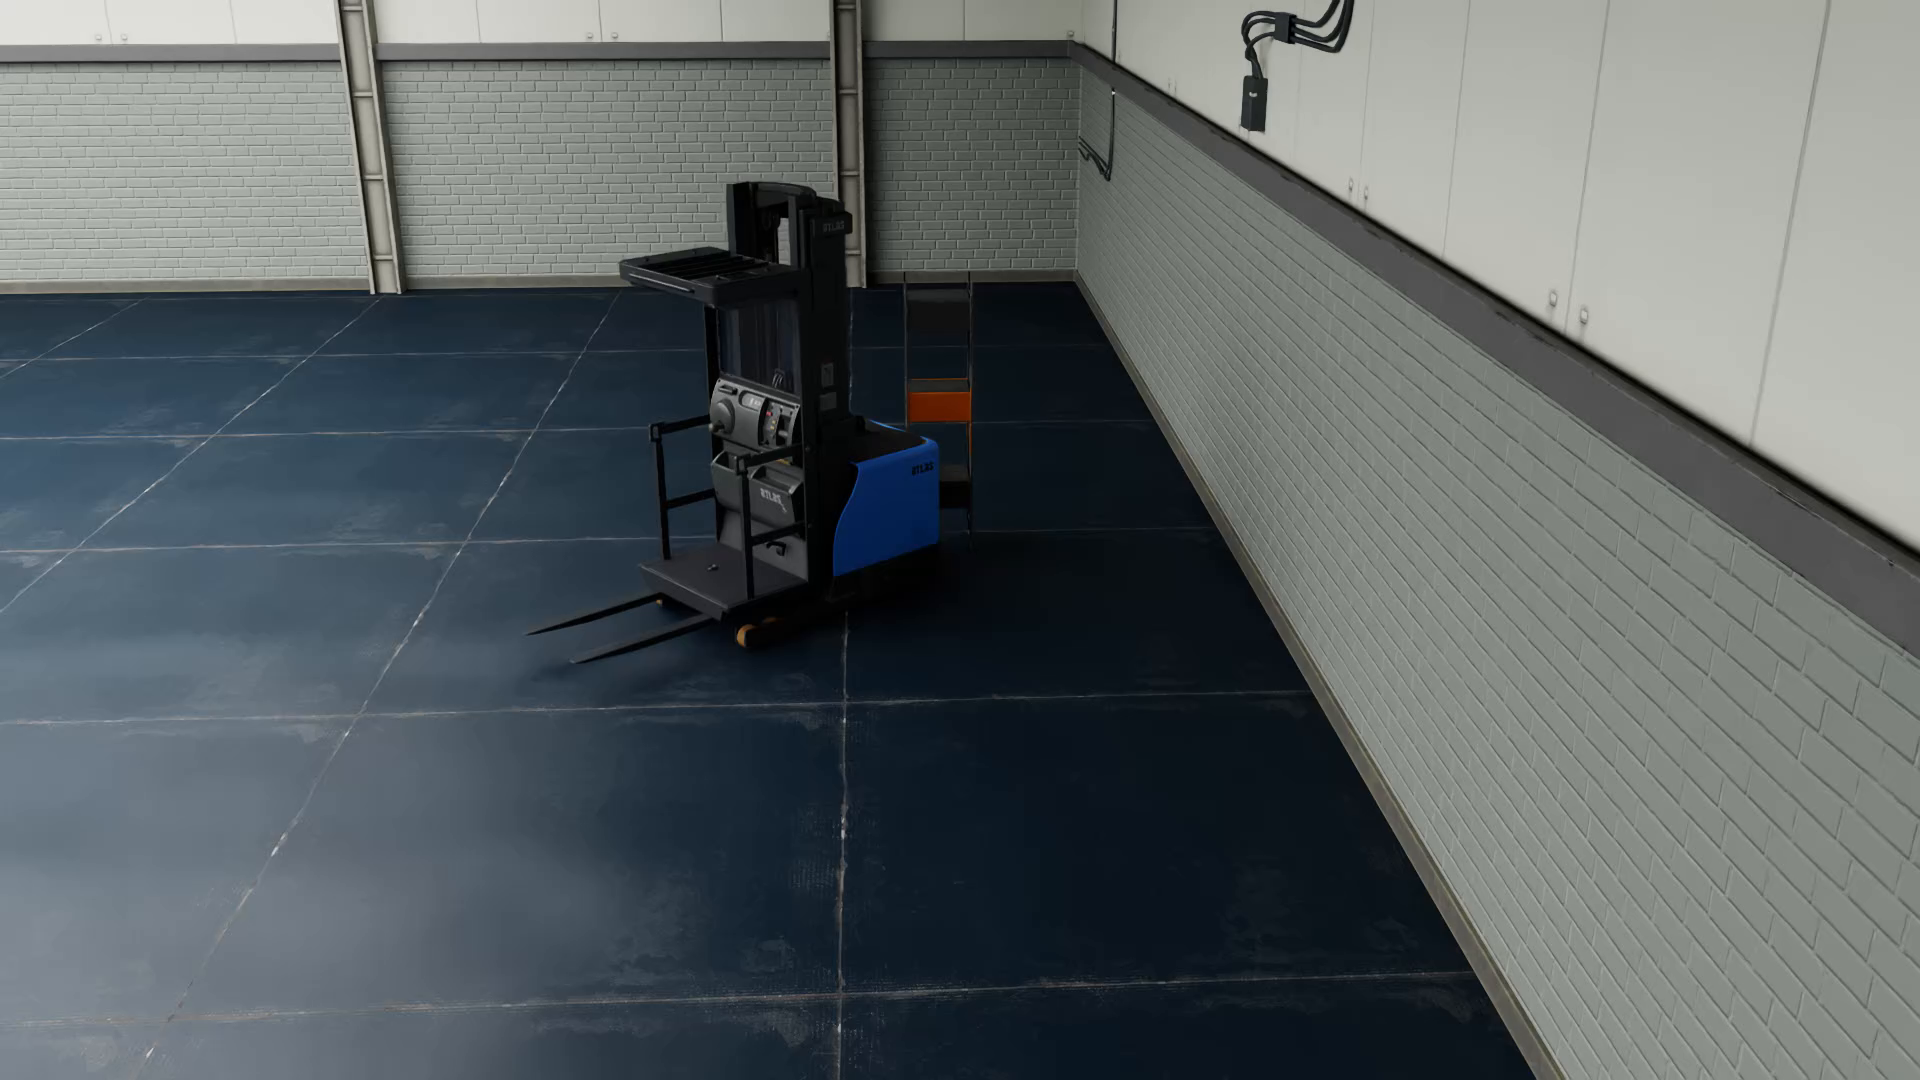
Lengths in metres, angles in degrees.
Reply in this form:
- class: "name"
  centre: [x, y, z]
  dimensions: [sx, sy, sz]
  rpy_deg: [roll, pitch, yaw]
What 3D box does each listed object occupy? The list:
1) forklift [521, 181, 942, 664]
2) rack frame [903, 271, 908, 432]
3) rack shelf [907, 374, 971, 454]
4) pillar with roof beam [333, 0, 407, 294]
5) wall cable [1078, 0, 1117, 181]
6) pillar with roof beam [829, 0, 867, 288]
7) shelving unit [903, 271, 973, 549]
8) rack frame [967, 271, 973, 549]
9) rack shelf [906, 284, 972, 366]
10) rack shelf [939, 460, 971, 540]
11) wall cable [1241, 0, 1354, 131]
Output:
- class: "forklift"
  centre: [-1.553, -0.842, 11.213]
  dimensions: [3.031, 2.935, 1.130]
  rpy_deg: [-19, 28, -40]
- class: "rack frame"
  centre: [-0.409, -0.973, 12.726]
  dimensions: [0.015, 2.100, 0.400]
  rpy_deg: [-1, 21, -3]
- class: "rack shelf"
  centre: [-0.165, -0.965, 12.743]
  dimensions: [0.480, 0.518, 0.431]
  rpy_deg: [-1, 21, -3]
- class: "pillar with roof beam"
  centre: [-7.172, -5.909, 15.994]
  dimensions: [0.400, 9.000, 9.100]
  rpy_deg: [-1, 21, -3]
- class: "wall cable"
  centre: [1.589, -5.699, 19.806]
  dimensions: [0.112, 2.526, 3.097]
  rpy_deg: [-1, 21, -3]
- class: "pillar with roof beam"
  centre: [-1.182, -6.031, 16.314]
  dimensions: [0.400, 9.000, 9.100]
  rpy_deg: [-1, 21, -3]
- class: "shelving unit"
  centre: [-0.165, -0.978, 12.739]
  dimensions: [0.503, 2.100, 0.431]
  rpy_deg: [-1, 21, -3]
- class: "rack frame"
  centre: [0.078, -0.983, 12.752]
  dimensions: [0.015, 2.100, 0.400]
  rpy_deg: [-1, 21, -3]
- class: "rack shelf"
  centre: [-0.165, -1.619, 12.494]
  dimensions: [0.480, 0.518, 0.431]
  rpy_deg: [-1, 21, -3]
- class: "rack shelf"
  centre: [-0.165, -0.311, 12.992]
  dimensions: [0.480, 0.518, 0.431]
  rpy_deg: [-1, 21, -3]
- class: "wall cable"
  centre: [2.115, -5.367, 9.790]
  dimensions: [0.169, 6.003, 2.305]
  rpy_deg: [-1, 21, -3]
